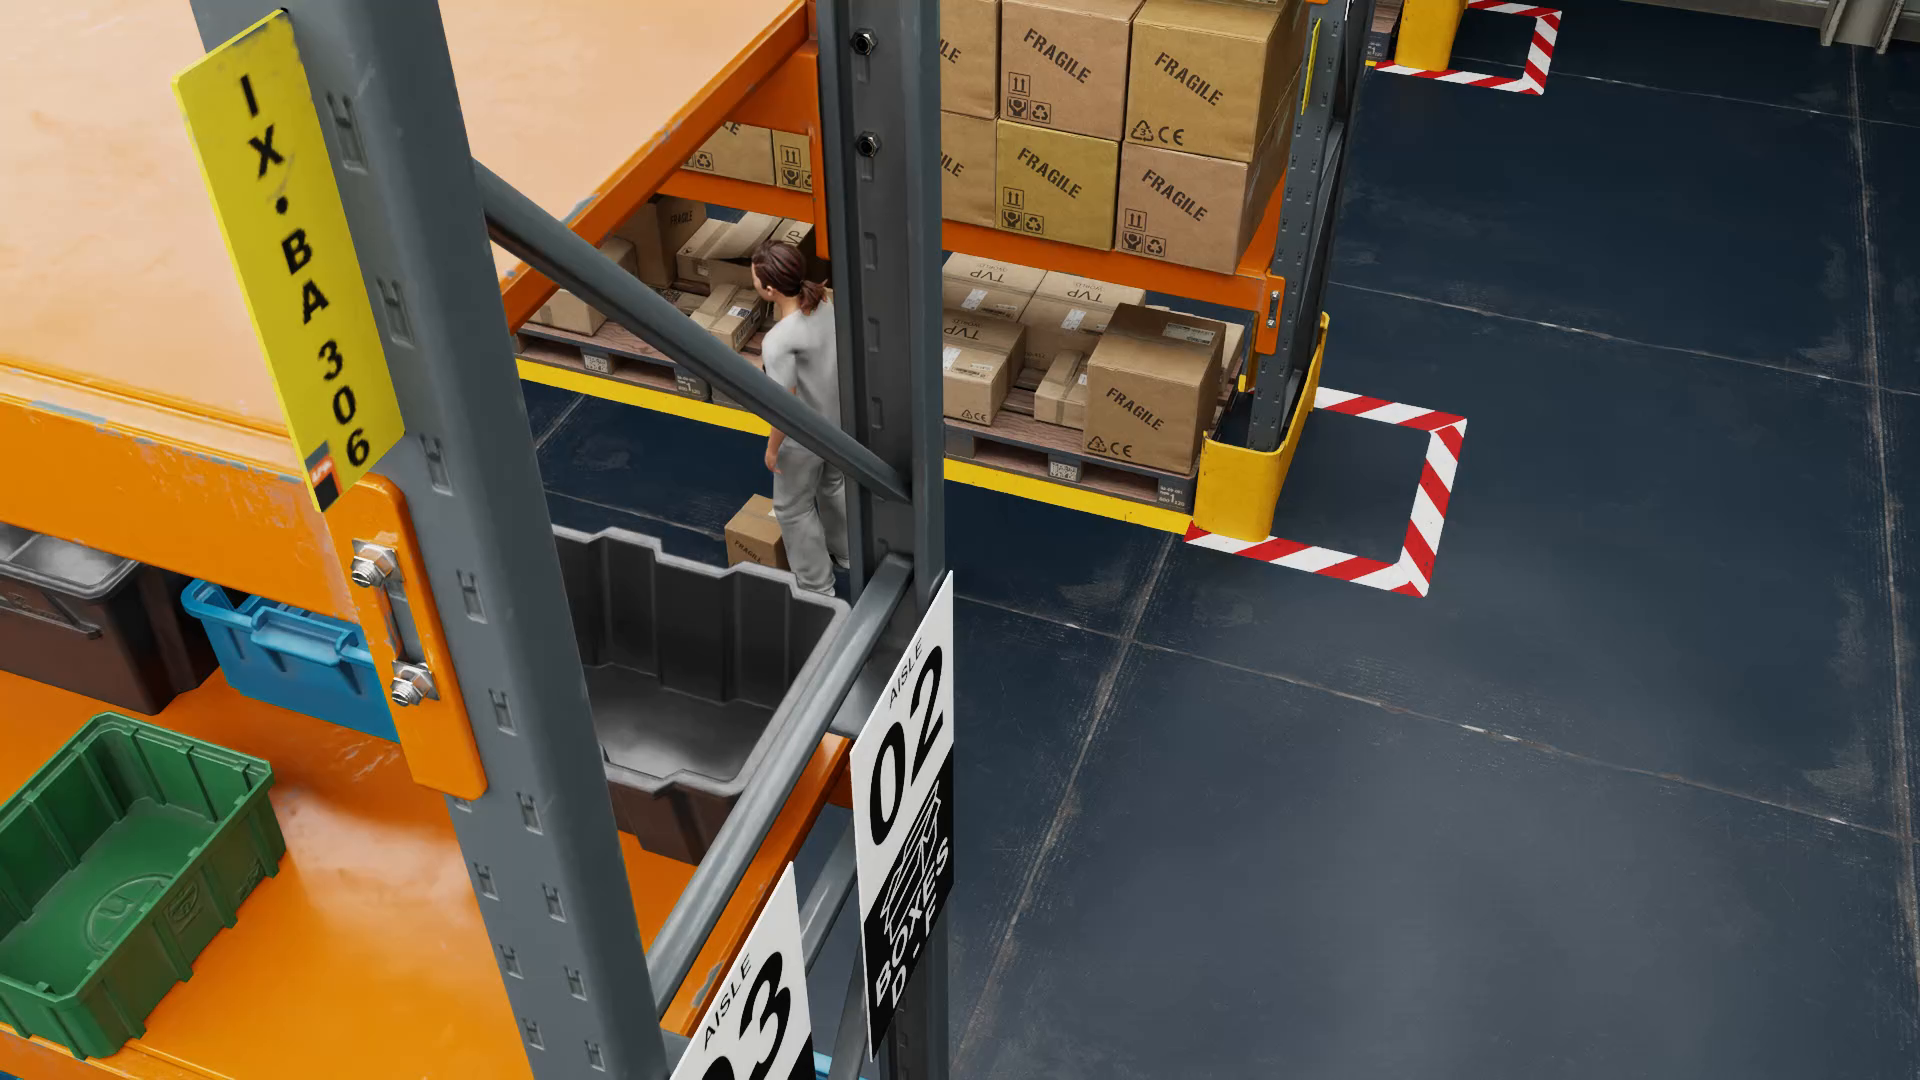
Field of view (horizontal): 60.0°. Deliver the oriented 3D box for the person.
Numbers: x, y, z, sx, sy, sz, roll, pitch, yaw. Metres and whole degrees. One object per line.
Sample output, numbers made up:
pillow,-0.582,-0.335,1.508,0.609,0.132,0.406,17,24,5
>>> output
person,-0.618,-0.460,6.680,0.353,1.669,0.491,19,45,20
